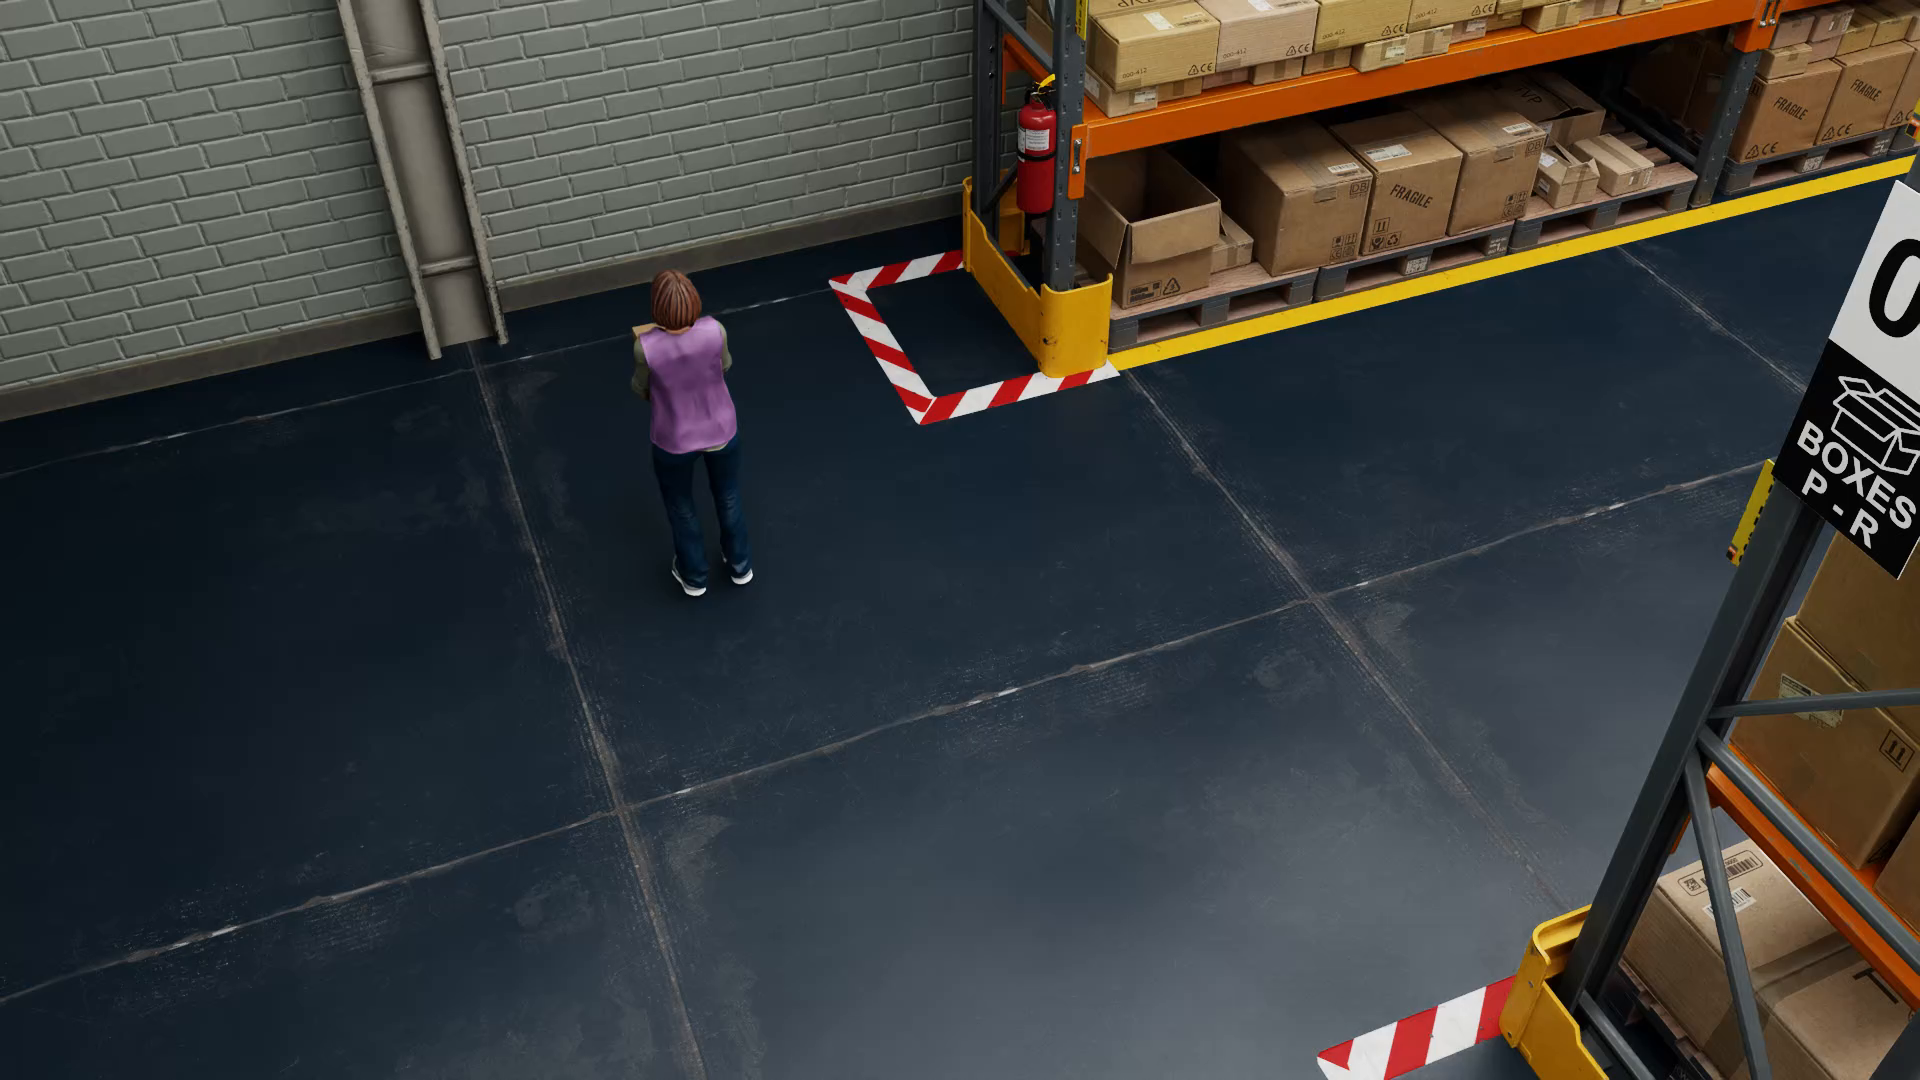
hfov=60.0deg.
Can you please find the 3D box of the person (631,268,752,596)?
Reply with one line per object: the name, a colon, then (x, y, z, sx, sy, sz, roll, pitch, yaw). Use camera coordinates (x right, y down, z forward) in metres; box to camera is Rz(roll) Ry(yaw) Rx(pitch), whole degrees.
person: (-1.094, -0.470, 6.699, 0.405, 1.575, 0.498, -15, 44, -16)
